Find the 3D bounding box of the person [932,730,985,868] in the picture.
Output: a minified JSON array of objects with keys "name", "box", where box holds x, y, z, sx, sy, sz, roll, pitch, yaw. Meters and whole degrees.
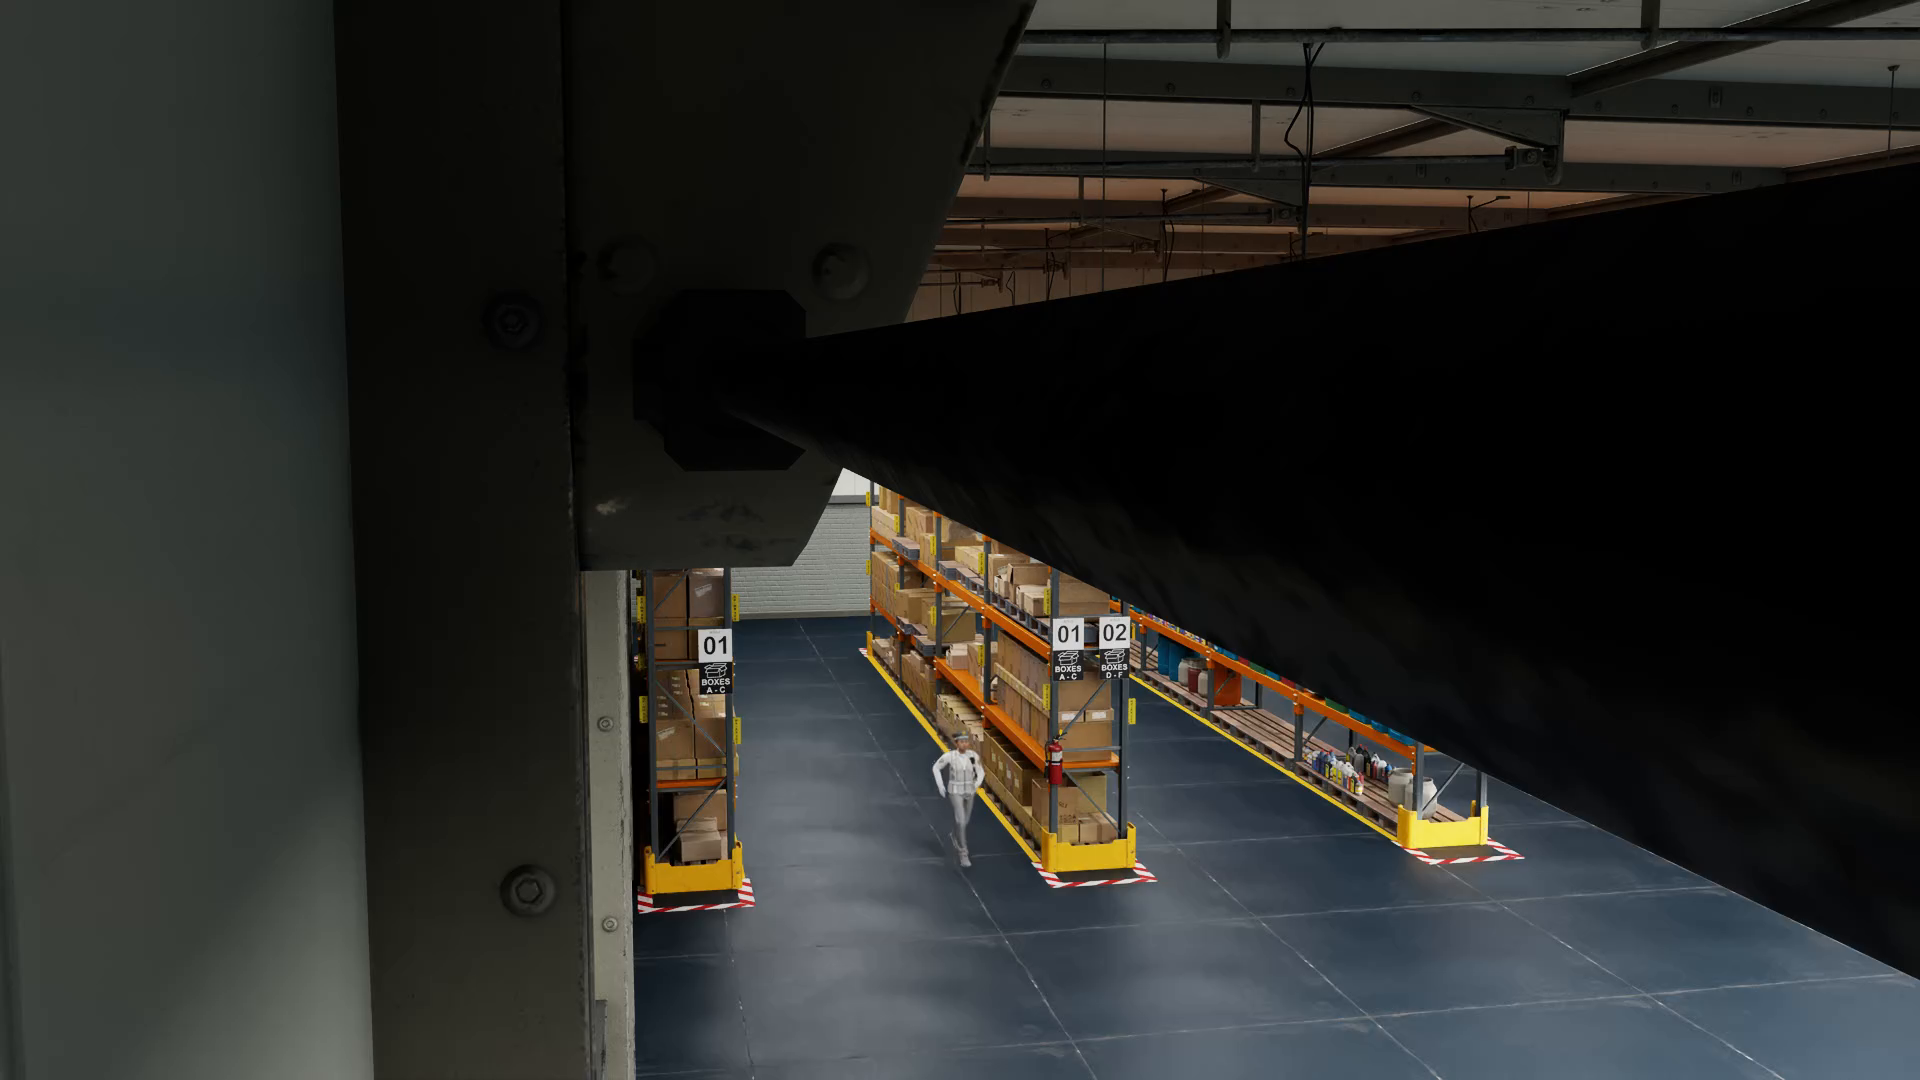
[{"name":"person","box":[0.003,3.274,21.388,0.648,1.716,0.852,-2,6,-20]}]
